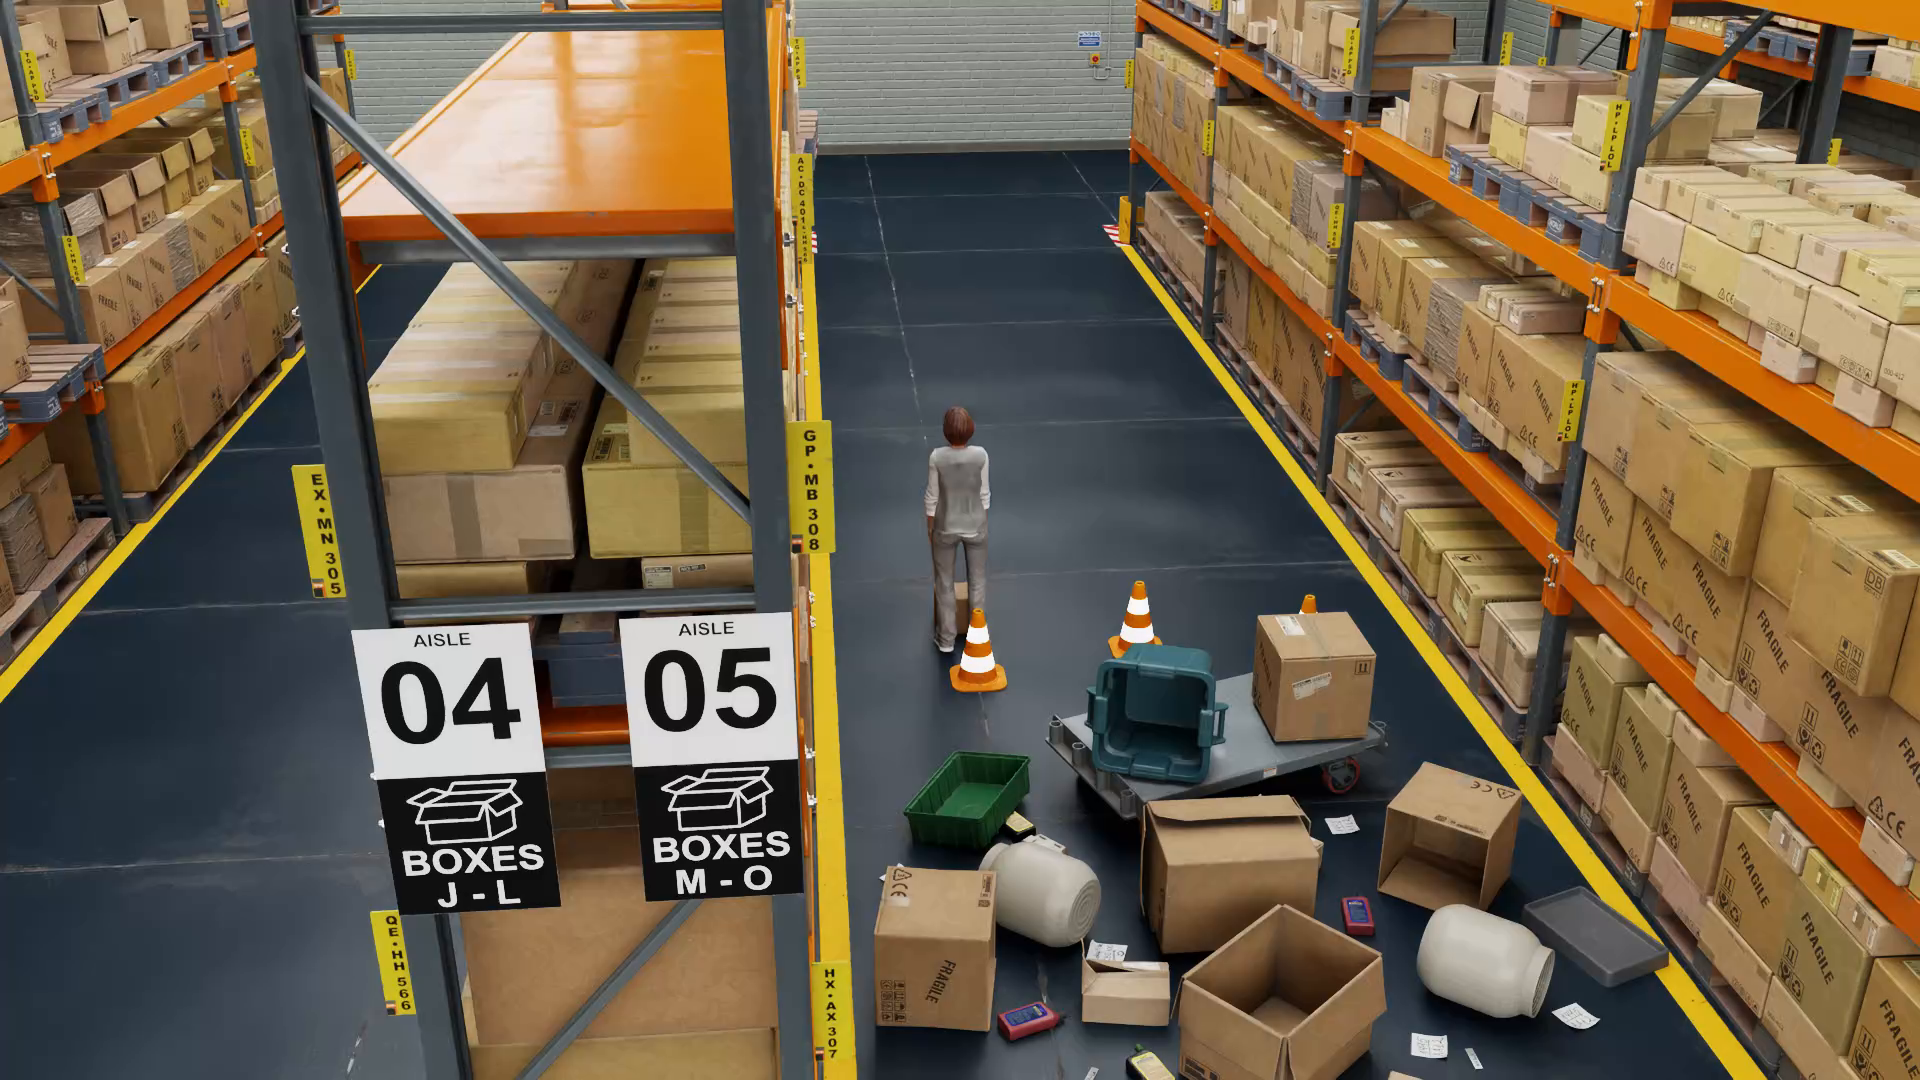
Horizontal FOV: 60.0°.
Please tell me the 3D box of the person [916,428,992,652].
[{"bbox_3d":[-0.033,0.034,10.337,0.460,1.361,0.601,-3,24,-6],"label":"person"}]
